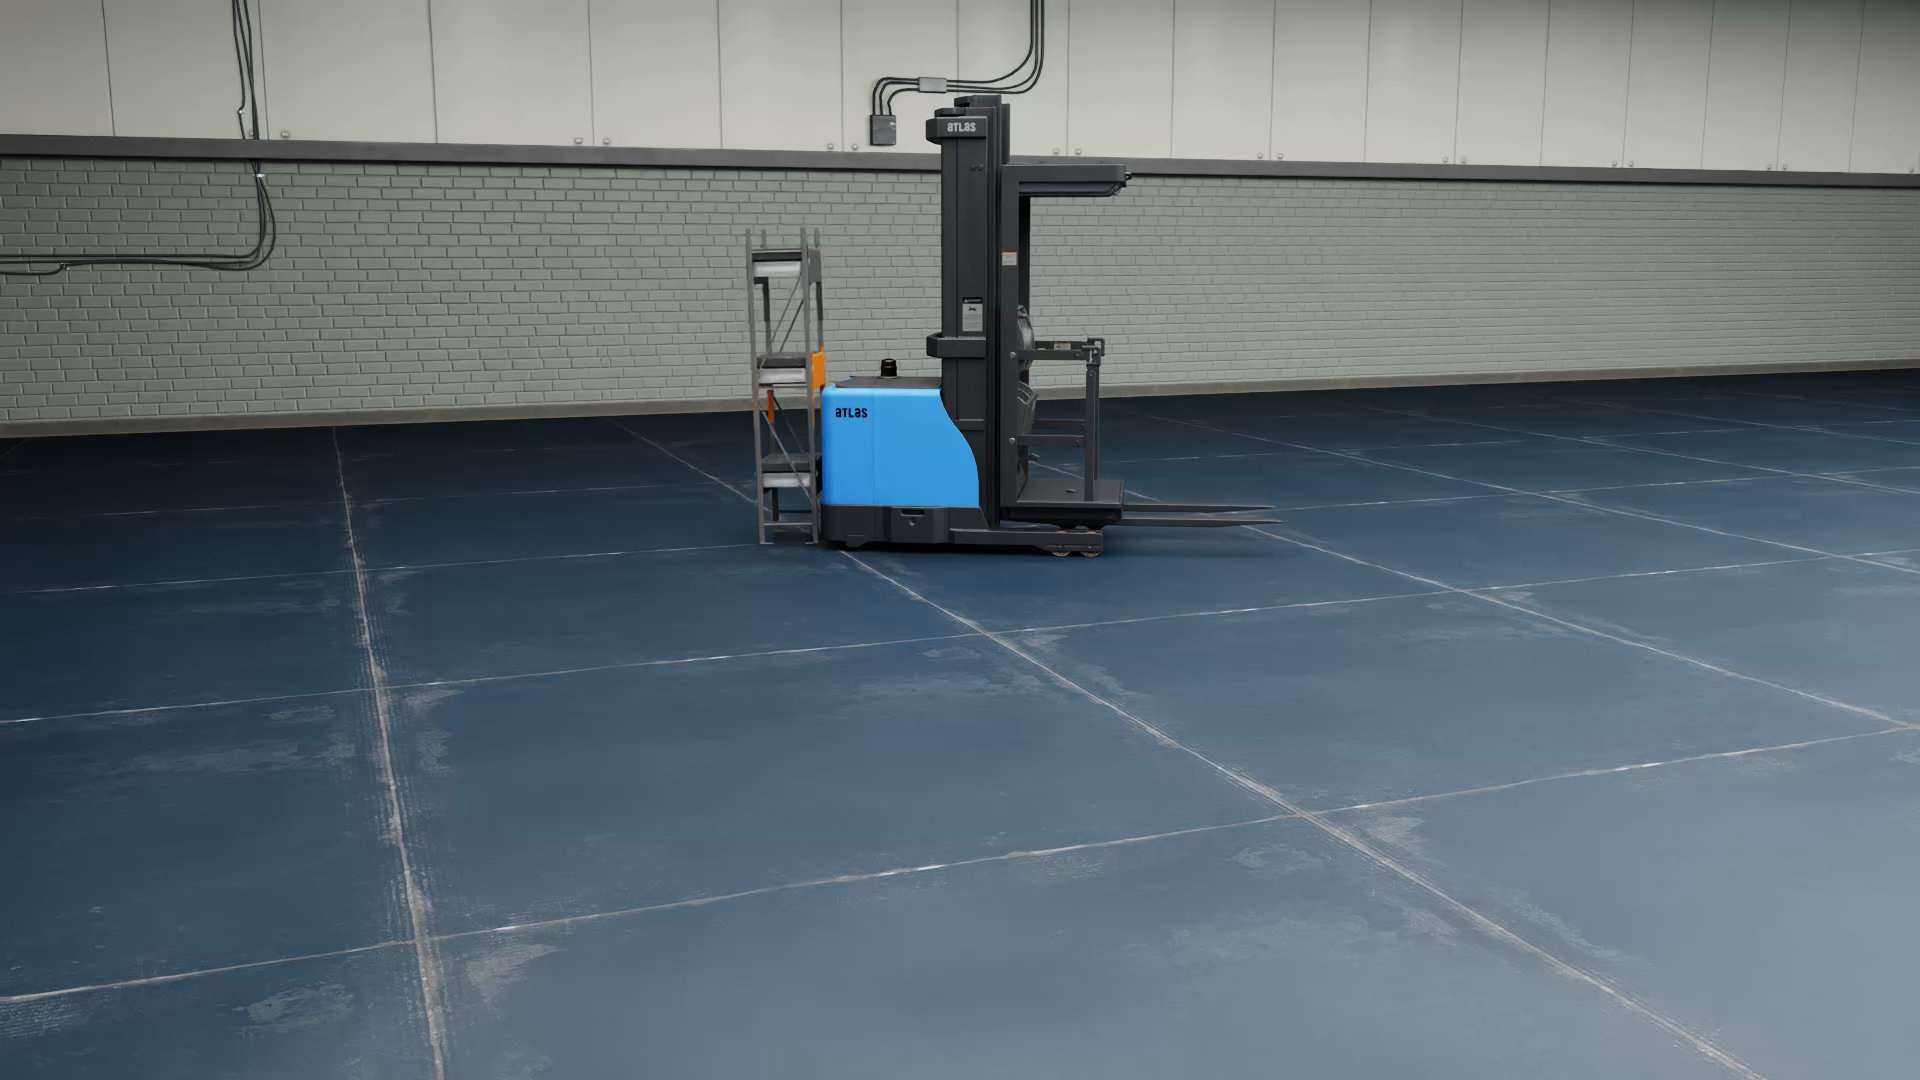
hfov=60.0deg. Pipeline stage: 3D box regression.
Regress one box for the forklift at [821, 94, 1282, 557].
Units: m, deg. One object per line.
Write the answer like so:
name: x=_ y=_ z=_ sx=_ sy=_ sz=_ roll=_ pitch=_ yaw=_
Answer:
forklift: x=0.627 y=-1.431 z=11.095 sx=3.031 sy=2.935 sz=1.130 roll=1 pitch=10 yaw=6

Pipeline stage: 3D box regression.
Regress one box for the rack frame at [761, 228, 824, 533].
rack frame: x=-1.132 y=-1.089 z=11.516 sx=0.400 sy=2.100 sz=0.015 roll=0 pitch=10 yaw=6

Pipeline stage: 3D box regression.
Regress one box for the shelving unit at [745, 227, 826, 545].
shelving unit: x=-1.155 y=-1.047 z=11.277 sx=0.431 sy=2.100 sz=0.503 roll=0 pitch=10 yaw=6

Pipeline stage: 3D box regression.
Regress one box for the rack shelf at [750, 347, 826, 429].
rack shelf: x=-1.155 y=-1.033 z=11.279 sx=0.431 sy=0.518 sz=0.480 roll=0 pitch=10 yaw=6

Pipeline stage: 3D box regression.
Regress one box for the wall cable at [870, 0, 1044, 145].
wall cable: x=0.001 y=-7.849 z=20.140 sx=2.305 sy=6.003 sz=0.169 roll=-4 pitch=11 yaw=-21

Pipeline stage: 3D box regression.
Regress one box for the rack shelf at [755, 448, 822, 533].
rack shelf: x=-1.138 y=-0.344 z=11.400 sx=0.431 sy=0.518 sz=0.480 roll=0 pitch=10 yaw=6

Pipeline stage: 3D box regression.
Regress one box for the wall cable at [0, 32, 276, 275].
wall cable: x=-8.853 y=-4.046 z=17.337 sx=3.097 sy=2.526 sz=0.112 roll=-4 pitch=11 yaw=-21

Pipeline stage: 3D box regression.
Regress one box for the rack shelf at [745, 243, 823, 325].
rack shelf: x=-1.172 y=-1.723 z=11.158 sx=0.431 sy=0.518 sz=0.480 roll=0 pitch=10 yaw=6

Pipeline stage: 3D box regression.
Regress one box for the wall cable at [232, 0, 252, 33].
wall cable: x=-6.332 y=-6.704 z=17.860 sx=3.097 sy=2.526 sz=0.112 roll=-4 pitch=11 yaw=-21

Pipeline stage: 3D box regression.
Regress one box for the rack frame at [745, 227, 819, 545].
rack frame: x=-1.179 y=-1.004 z=11.038 sx=0.400 sy=2.100 sz=0.015 roll=0 pitch=10 yaw=6
